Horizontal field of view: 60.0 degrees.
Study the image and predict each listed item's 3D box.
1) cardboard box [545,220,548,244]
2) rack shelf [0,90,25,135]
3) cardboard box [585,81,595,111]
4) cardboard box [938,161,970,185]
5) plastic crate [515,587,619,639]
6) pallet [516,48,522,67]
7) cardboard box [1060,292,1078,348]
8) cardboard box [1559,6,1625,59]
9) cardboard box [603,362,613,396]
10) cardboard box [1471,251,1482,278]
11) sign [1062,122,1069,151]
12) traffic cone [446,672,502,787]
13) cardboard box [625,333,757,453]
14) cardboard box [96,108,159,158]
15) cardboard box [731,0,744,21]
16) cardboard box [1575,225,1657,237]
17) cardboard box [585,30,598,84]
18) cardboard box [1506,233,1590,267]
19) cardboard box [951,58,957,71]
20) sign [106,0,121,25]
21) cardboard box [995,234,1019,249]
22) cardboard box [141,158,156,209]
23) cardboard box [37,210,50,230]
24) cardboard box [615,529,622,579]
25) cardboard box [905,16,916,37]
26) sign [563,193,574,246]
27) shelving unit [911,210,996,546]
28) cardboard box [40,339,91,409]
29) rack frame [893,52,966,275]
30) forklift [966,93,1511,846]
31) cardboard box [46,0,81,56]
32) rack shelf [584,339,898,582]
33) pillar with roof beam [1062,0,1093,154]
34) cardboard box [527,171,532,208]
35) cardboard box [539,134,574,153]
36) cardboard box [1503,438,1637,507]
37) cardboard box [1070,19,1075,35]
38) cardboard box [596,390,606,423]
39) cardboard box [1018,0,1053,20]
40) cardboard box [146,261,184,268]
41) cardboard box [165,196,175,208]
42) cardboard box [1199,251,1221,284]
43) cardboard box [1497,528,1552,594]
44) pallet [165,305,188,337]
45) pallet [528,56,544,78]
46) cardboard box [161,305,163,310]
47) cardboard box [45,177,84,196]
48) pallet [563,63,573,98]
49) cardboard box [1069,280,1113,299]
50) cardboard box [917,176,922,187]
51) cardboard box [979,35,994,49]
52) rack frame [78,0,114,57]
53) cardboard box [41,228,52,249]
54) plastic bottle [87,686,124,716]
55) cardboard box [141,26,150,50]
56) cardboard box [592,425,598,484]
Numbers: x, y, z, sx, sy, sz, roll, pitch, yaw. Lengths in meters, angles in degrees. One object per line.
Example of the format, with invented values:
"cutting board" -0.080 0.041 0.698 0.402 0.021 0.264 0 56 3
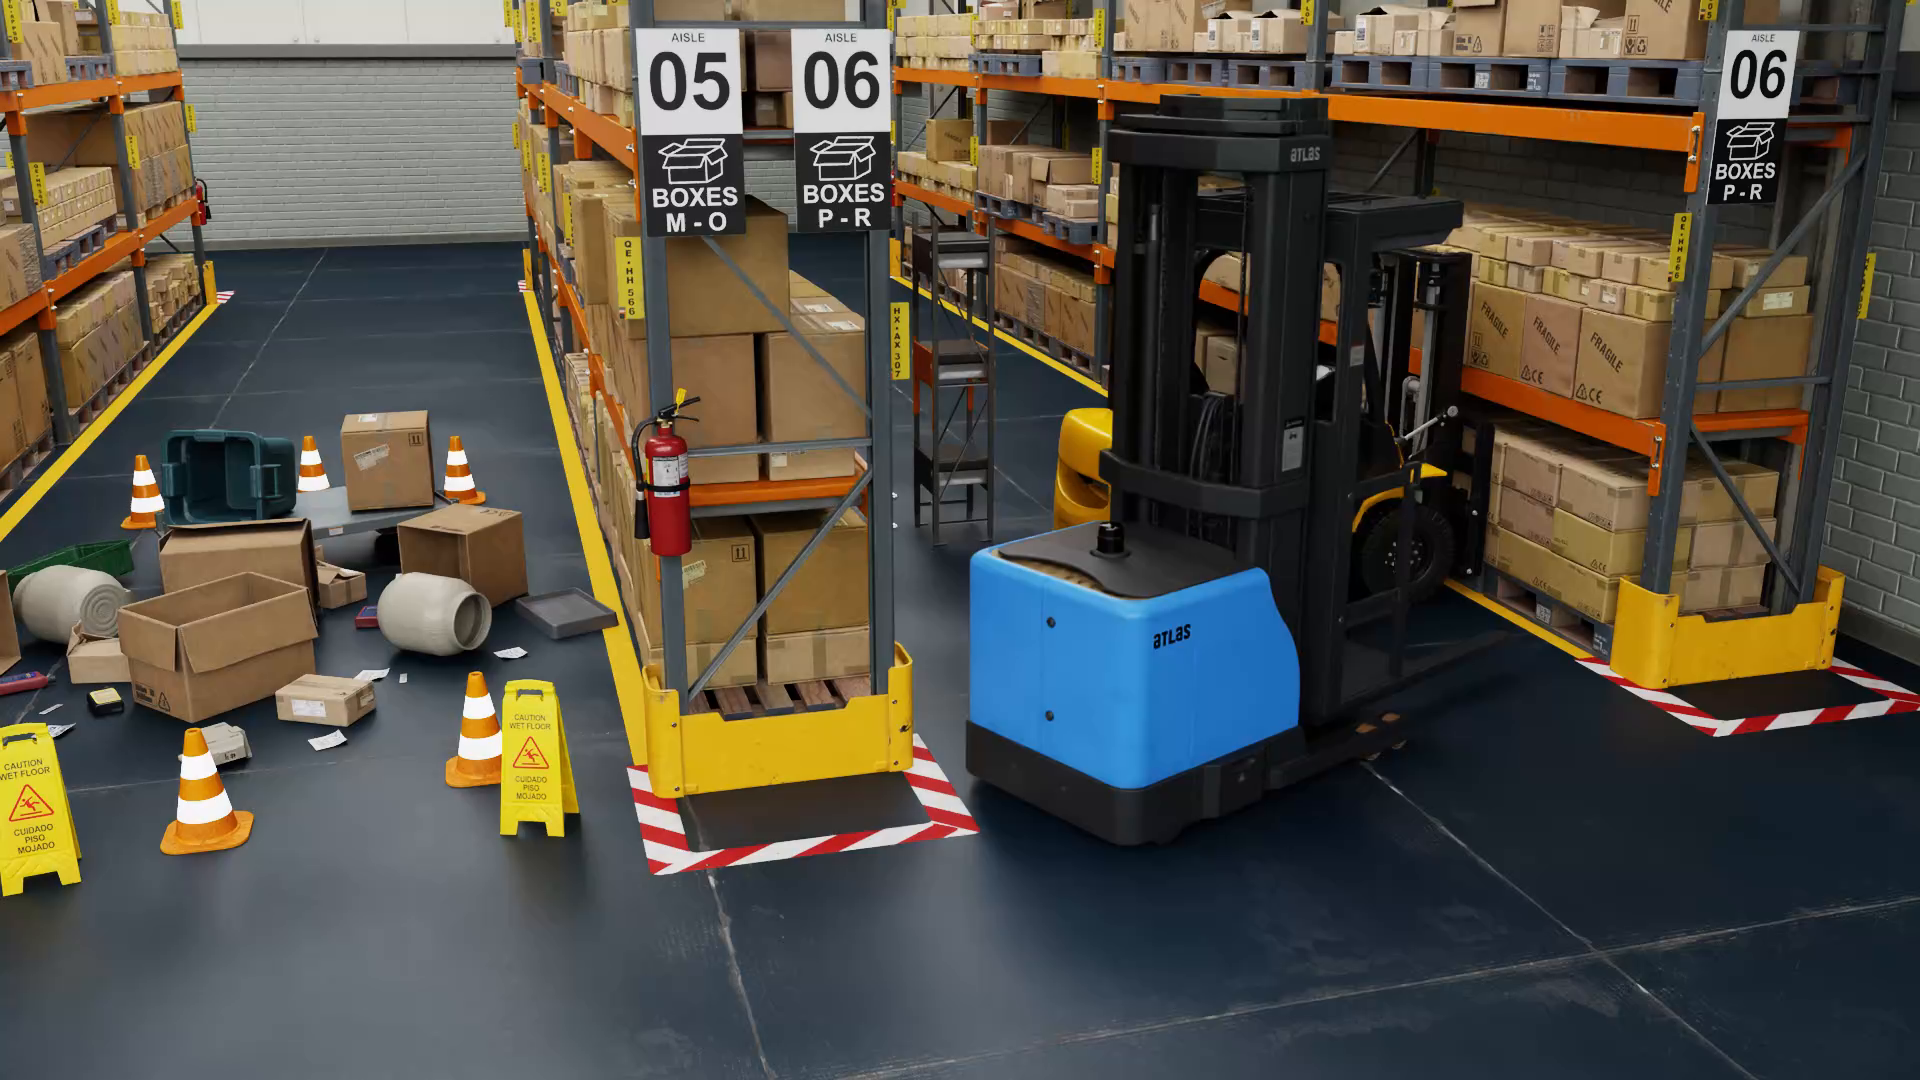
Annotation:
"cardboard box" -3.651 -2.924 15.733 0.500 0.250 0.500 -5 17 -16
"rack shelf" -7.166 -2.715 10.814 1.077 0.370 4.000 -5 17 -15
"cardboard box" -1.765 -2.337 8.739 0.380 0.149 0.250 -5 17 -16
"cardboard box" 0.038 -4.564 20.677 0.500 0.250 0.500 -5 17 -16
"plastic crate" -2.241 0.408 9.455 0.402 0.080 0.583 -12 20 -34
"pallet" -4.968 -5.998 20.647 1.003 0.211 1.213 -5 17 -15
"cardboard box" 1.337 -2.232 16.785 0.500 0.500 0.500 -5 17 -16
"cardboard box" 3.397 -2.673 8.752 0.396 0.266 0.258 -5 17 -15
"cardboard box" -1.764 -0.902 9.177 0.380 0.149 0.250 -5 17 -15
"cardboard box" 3.264 -1.638 9.889 0.380 0.149 0.250 -5 17 -16
"sign" 1.221 -4.695 19.356 0.100 0.325 0.005 -5 17 -15
"traffic cone" -2.144 0.815 7.434 0.336 0.463 0.334 -5 17 -15
"cardboard box" -1.199 -0.702 7.383 0.500 0.500 0.500 -5 17 -16
"cardboard box" -8.970 -4.380 17.891 0.500 0.500 0.500 -4 17 -14
"cardboard box" -0.771 -2.264 7.112 0.380 0.149 0.250 -5 17 -15
"cardboard box" 3.846 -1.755 9.763 0.380 0.149 0.250 -5 17 -17
"cardboard box" -1.610 -2.432 8.365 0.500 0.250 0.500 -5 17 -15
"cardboard box" 3.314 -1.634 9.359 0.380 0.149 0.250 -4 17 -14
"cardboard box" 0.113 -5.699 19.934 0.380 0.149 0.250 -5 17 -15
"sign" -8.282 -5.201 16.254 0.100 0.325 0.005 -5 17 -15
"cardboard box" 0.590 -3.437 19.152 0.380 0.149 0.250 -5 17 -16
"cardboard box" -8.851 -3.767 17.586 0.500 0.500 0.500 -5 17 -15
"cardboard box" -7.732 -2.624 13.664 0.380 0.149 0.250 -4 17 -13
"cardboard box" -1.676 0.104 9.441 0.500 0.250 0.500 -5 17 -16
"cardboard box" -0.409 -6.664 21.584 0.500 0.250 0.500 -5 17 -16
"sign" -2.417 -1.999 10.380 0.100 0.325 0.005 -5 17 -15
"shelving unit" -0.045 -1.051 10.802 0.431 2.100 0.503 -5 17 -15
"cardboard box" -7.665 -1.396 14.001 0.500 0.500 0.500 -5 18 -18
"rack frame" -0.411 -5.202 23.056 1.000 3.000 0.127 -5 17 -15
"forklift" 1.475 -0.498 7.517 3.031 2.935 1.130 -14 22 -38
"cardboard box" -8.816 -4.855 15.783 0.700 0.500 0.500 -5 17 -15
"rack shelf" -1.335 -0.592 8.958 1.077 0.370 4.000 -5 17 -15
"pillar with roof beam" -2.775 -6.892 18.255 9.100 9.000 0.400 -5 17 -15
"cardboard box" -4.755 -4.138 19.340 0.500 0.500 0.500 -5 17 -16
"cardboard box" -3.656 -3.524 15.558 0.500 0.500 0.500 -5 17 -15
"cardboard box" 3.414 -0.383 9.325 0.500 0.250 0.500 -4 17 -14
"cardboard box" 1.287 -4.984 16.165 0.380 0.149 0.250 -5 17 -16
"cardboard box" -2.005 -0.820 10.085 0.380 0.149 0.250 -4 17 -14
"cardboard box" 0.839 -5.923 18.537 0.396 0.266 0.258 -5 17 -16
"cardboard box" -9.307 -3.171 19.487 0.380 0.149 0.250 -5 18 -17
"cardboard box" -9.300 -3.917 19.216 0.380 0.149 0.250 -6 18 -18
"cardboard box" 2.247 -2.208 13.350 0.500 0.250 0.500 -5 17 -15
"cardboard box" 3.426 0.096 9.468 0.500 0.250 0.500 -5 17 -15
"pallet" -9.372 -2.469 18.803 1.003 0.211 1.213 -5 17 -15
"pallet" -3.522 -4.425 15.583 1.003 0.211 1.213 -4 17 -13
"cardboard box" -9.023 -2.521 18.356 0.380 0.149 0.250 -5 18 -18
"cardboard box" -8.159 -3.192 15.039 0.380 0.149 0.250 -6 18 -18
"pallet" -1.952 -3.015 10.888 1.213 0.211 1.003 -5 17 -15
"cardboard box" 1.304 -2.494 16.527 0.380 0.149 0.250 -6 18 -18
"cardboard box" -0.354 -4.758 22.014 0.380 0.149 0.250 -4 17 -14
"cardboard box" 0.426 -5.473 18.276 0.380 0.149 0.250 -5 17 -15
"rack frame" -8.815 -6.156 15.804 1.000 3.000 0.127 -5 17 -15
"cardboard box" -7.718 -2.471 13.672 0.380 0.149 0.250 -4 17 -13
"plastic bottle" -4.231 0.789 8.219 0.133 0.061 0.283 -12 20 -34
"cardboard box" -9.135 -5.463 18.101 0.500 0.250 0.500 -5 18 -18
"cardboard box" -2.031 -0.577 11.496 0.950 0.372 0.625 -4 17 -15
